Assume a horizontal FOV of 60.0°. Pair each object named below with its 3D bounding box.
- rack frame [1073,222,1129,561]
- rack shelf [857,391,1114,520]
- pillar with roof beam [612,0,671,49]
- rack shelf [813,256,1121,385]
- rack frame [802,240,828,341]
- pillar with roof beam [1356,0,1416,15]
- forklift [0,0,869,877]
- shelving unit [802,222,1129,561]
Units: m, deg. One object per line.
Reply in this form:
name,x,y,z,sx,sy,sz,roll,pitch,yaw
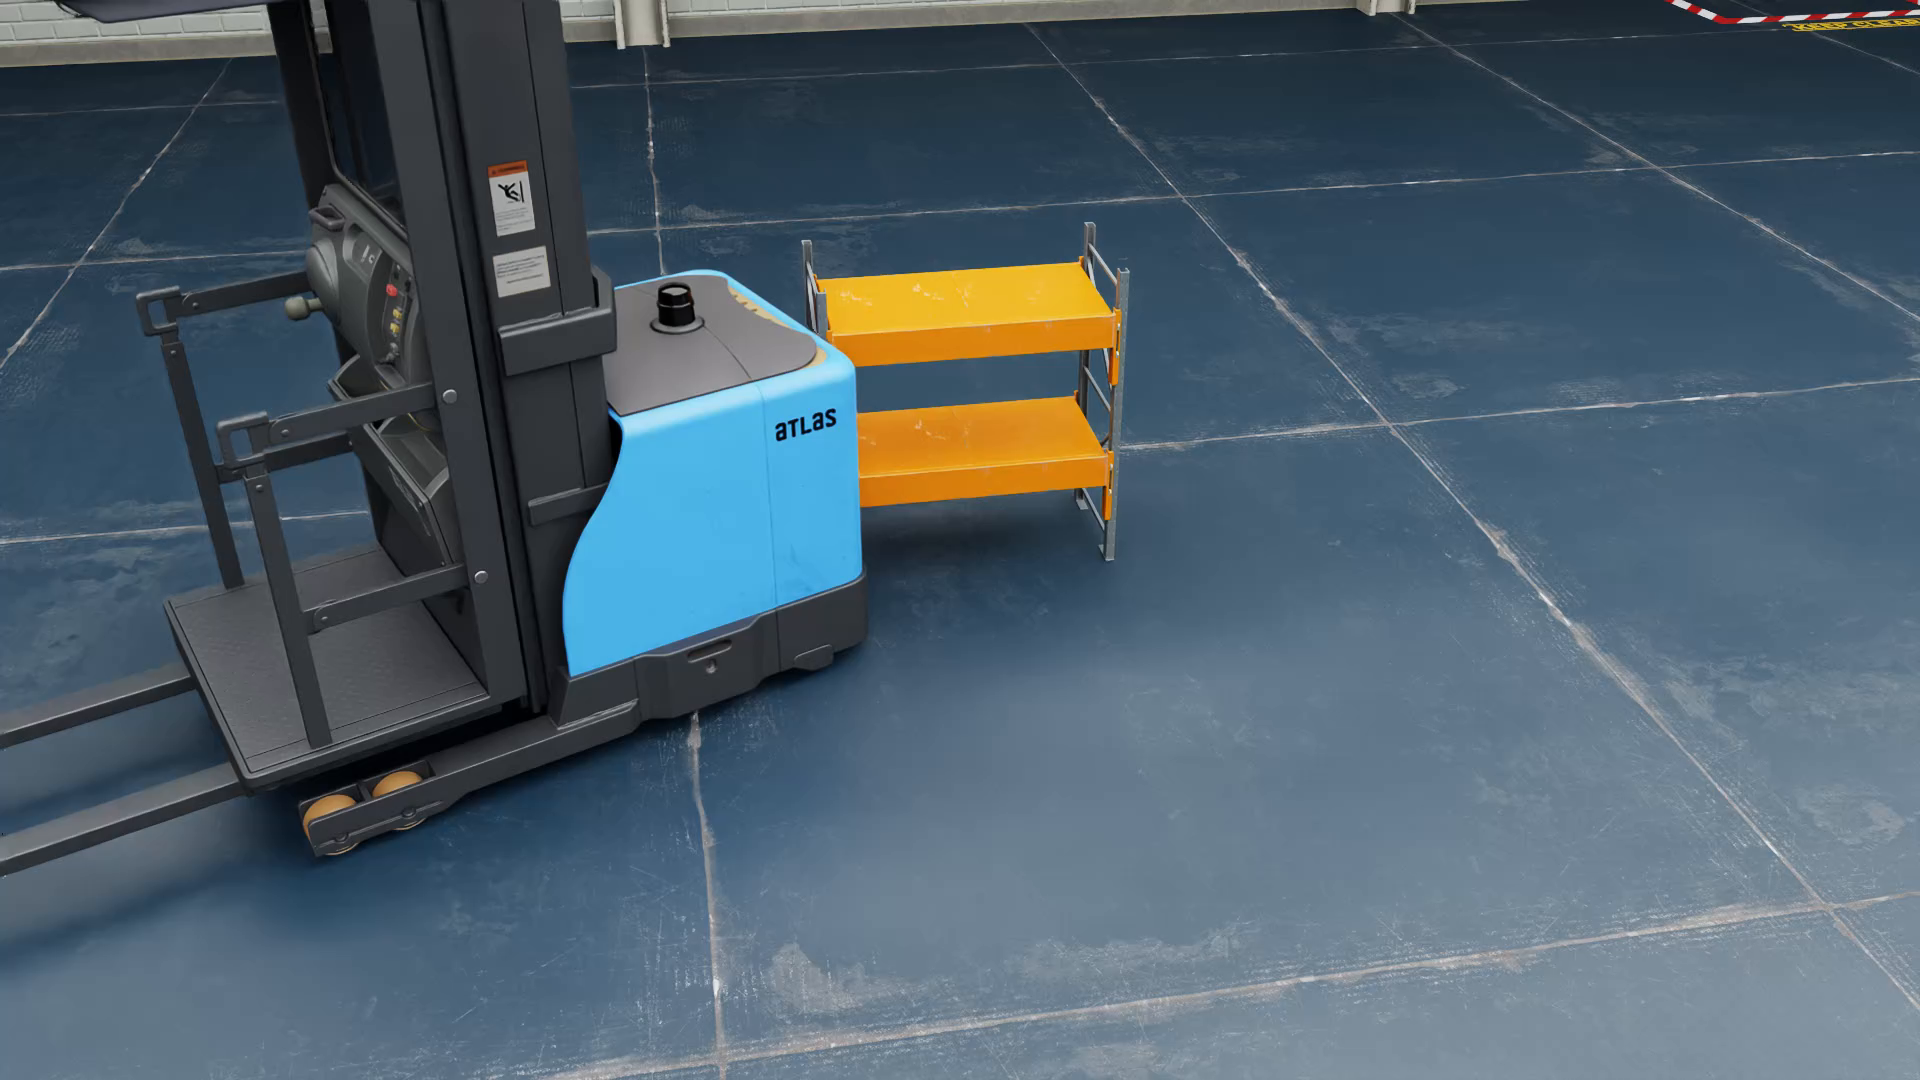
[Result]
rack frame,0.507,-0.532,6.045,0.032,1.125,0.500,-5,31,-9
rack shelf,0.007,-0.275,6.090,1.000,0.278,0.538,-5,31,-9
pillar with roof beam,-1.642,-5.533,6.782,0.400,9.000,9.100,-5,31,-9
rack shelf,0.007,-0.738,5.818,1.000,0.278,0.538,-5,31,-9
rack frame,-0.493,-0.439,5.887,0.032,1.125,0.500,-5,31,-9
pillar with roof beam,4.259,-6.081,7.714,0.400,9.000,9.100,-5,31,-9
forklift,-1.816,-0.675,4.506,3.031,2.935,1.130,-19,35,-29
shelving unit,0.007,-0.486,5.966,1.048,1.125,0.538,-5,31,-9
